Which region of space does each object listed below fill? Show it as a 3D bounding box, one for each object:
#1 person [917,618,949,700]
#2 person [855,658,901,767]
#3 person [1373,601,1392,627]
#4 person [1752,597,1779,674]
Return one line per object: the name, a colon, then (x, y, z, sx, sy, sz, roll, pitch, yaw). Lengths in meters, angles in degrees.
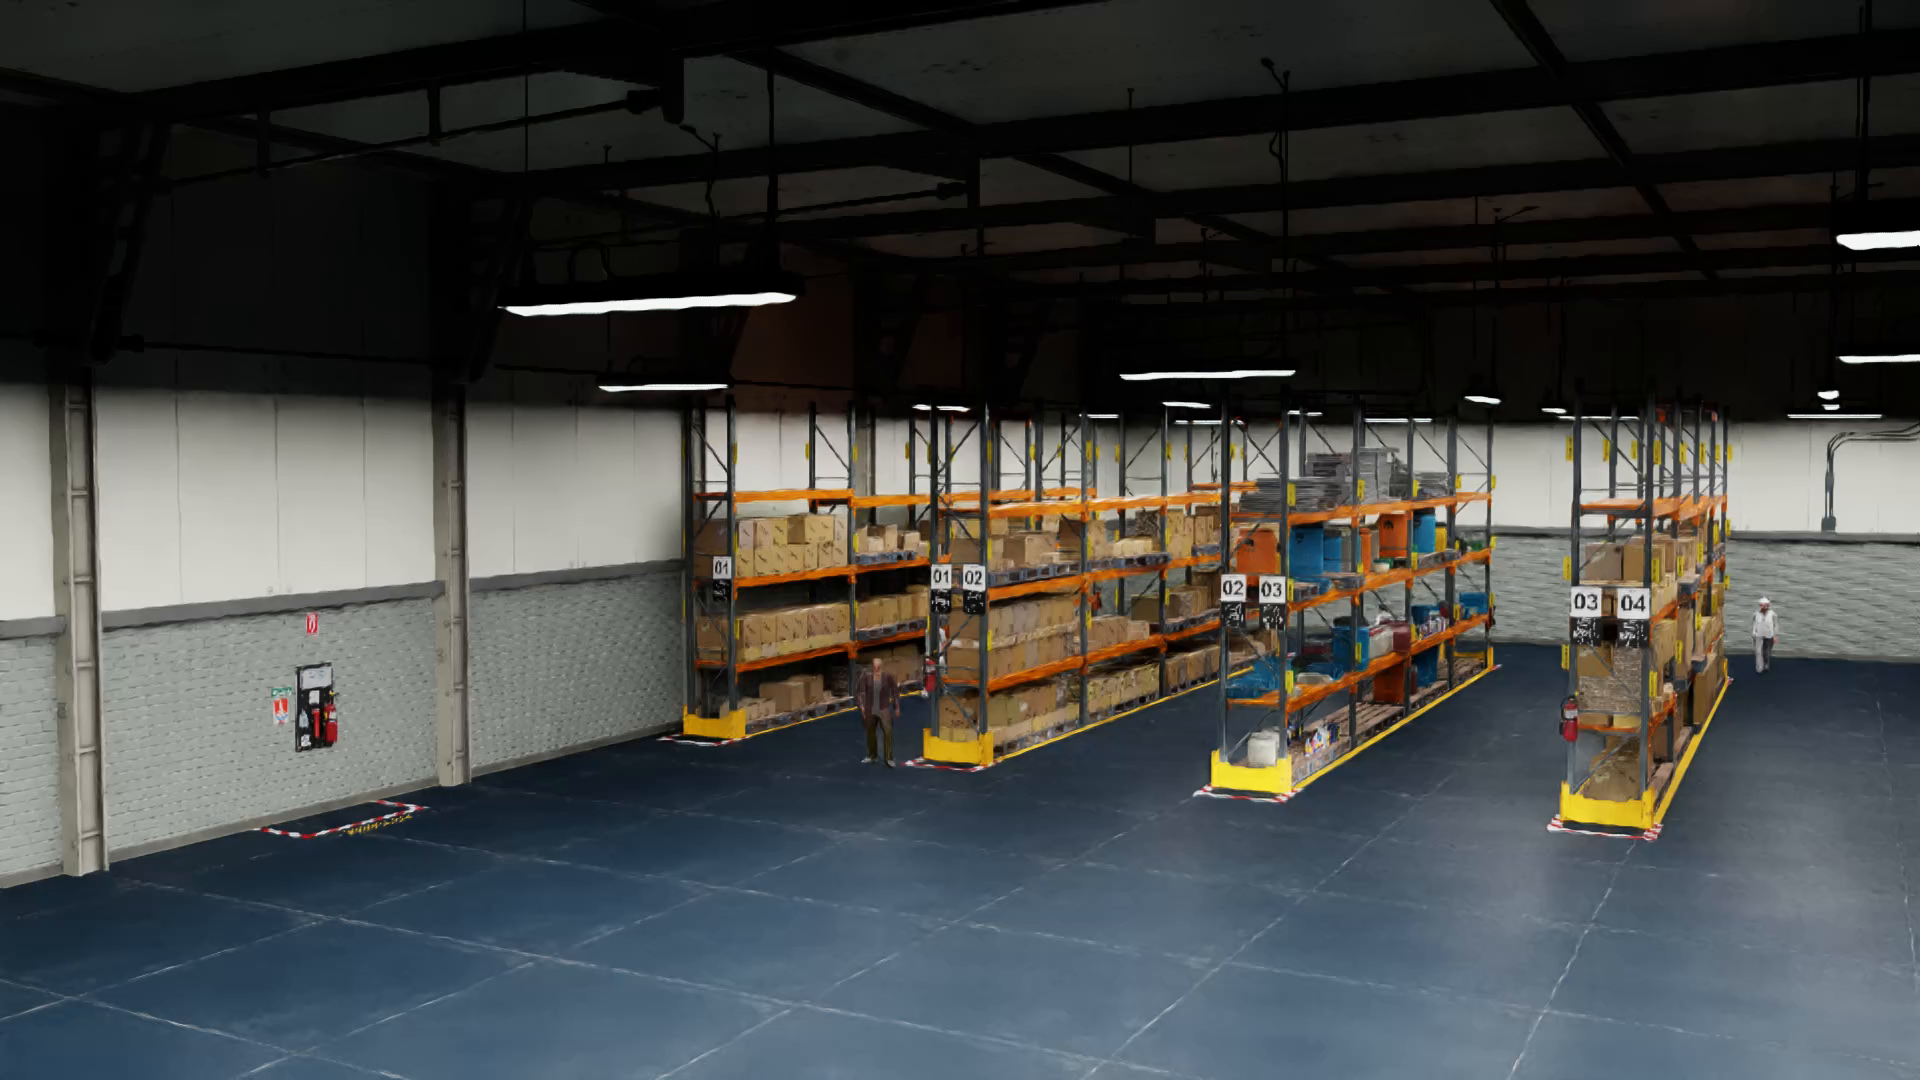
person: (-0.523, 2.359, 33.725, 0.567, 1.736, 1.044, 2, 3, 27)
person: (-1.313, 2.734, 26.491, 0.707, 1.732, 0.798, 0, 3, 3)
person: (9.473, 2.193, 37.275, 0.571, 1.667, 0.544, -2, 4, -34)
person: (18.254, 2.158, 37.699, 0.555, 1.725, 1.029, 2, 3, 27)
